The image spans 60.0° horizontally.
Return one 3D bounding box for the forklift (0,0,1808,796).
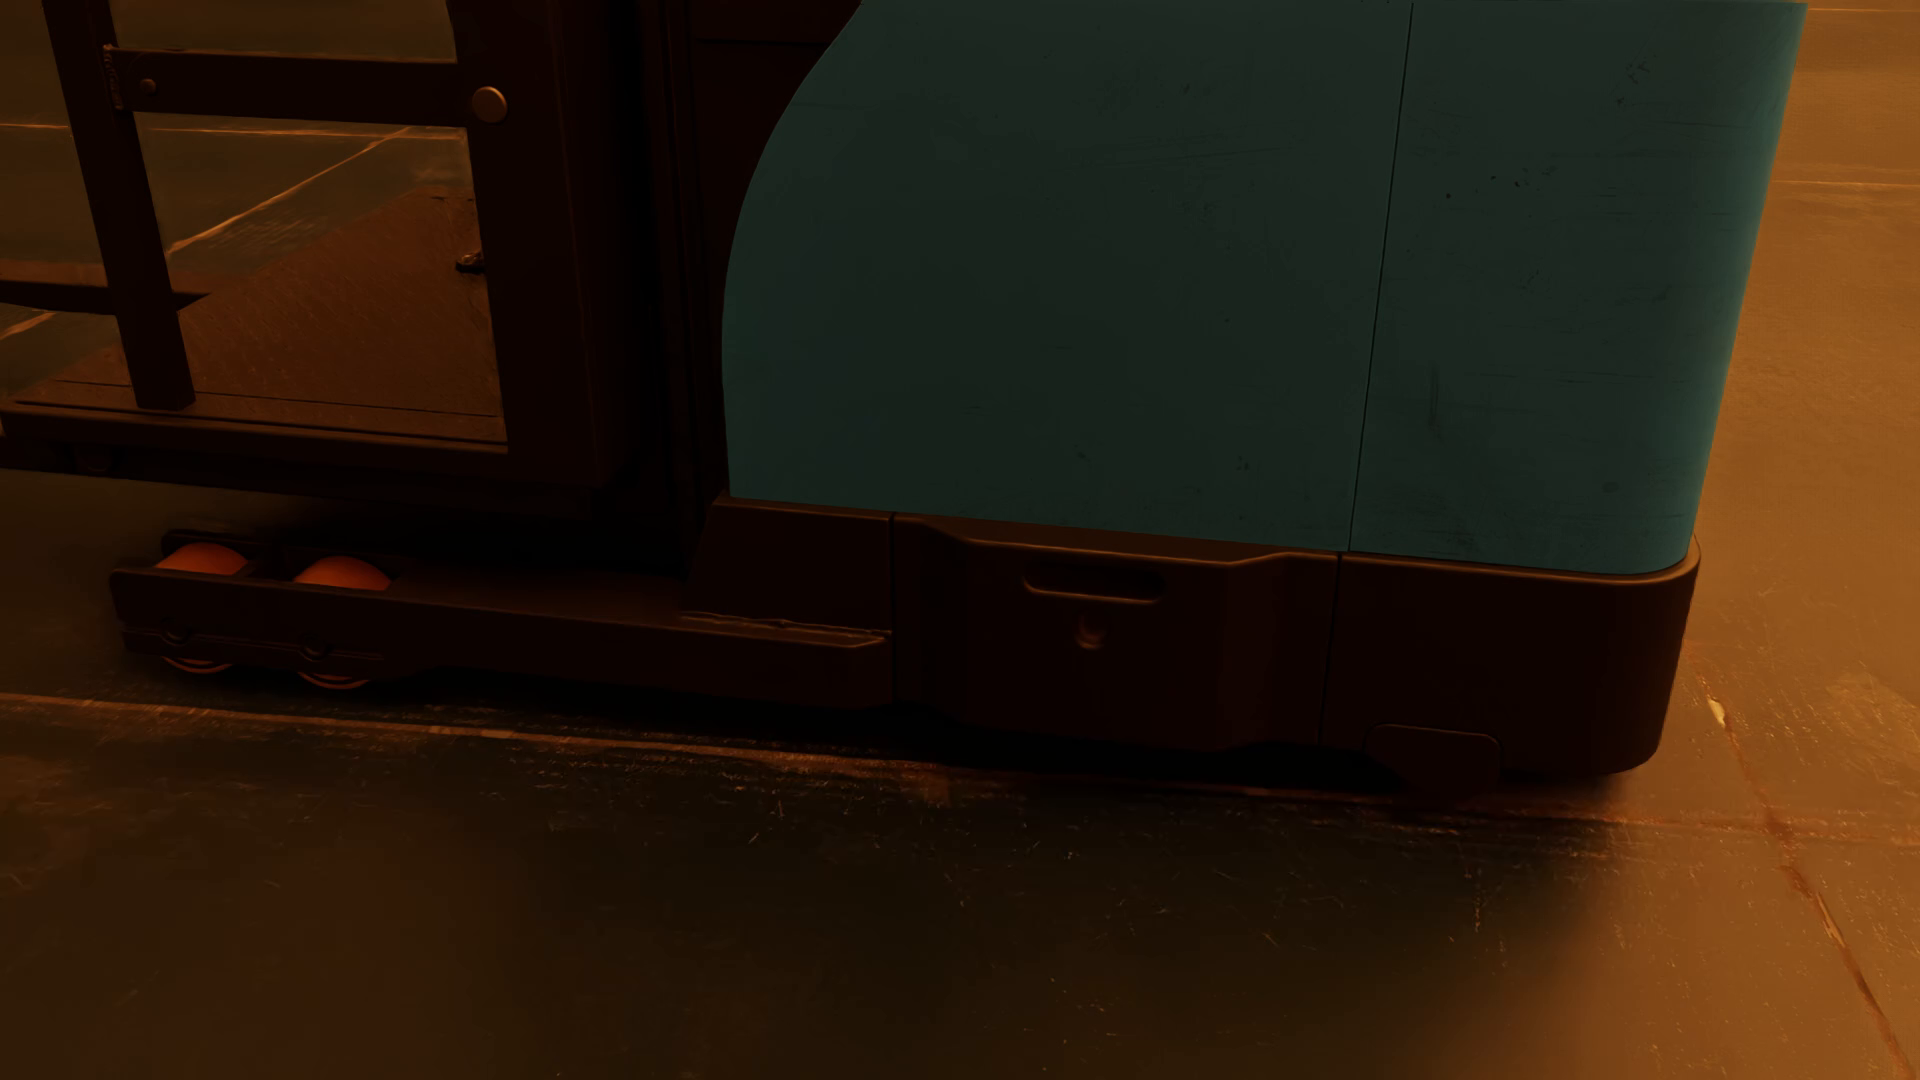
[{"bbox_3d":[-0.604,-1.345,1.913,3.031,2.935,1.130,5,27,10],"label":"forklift"}]
